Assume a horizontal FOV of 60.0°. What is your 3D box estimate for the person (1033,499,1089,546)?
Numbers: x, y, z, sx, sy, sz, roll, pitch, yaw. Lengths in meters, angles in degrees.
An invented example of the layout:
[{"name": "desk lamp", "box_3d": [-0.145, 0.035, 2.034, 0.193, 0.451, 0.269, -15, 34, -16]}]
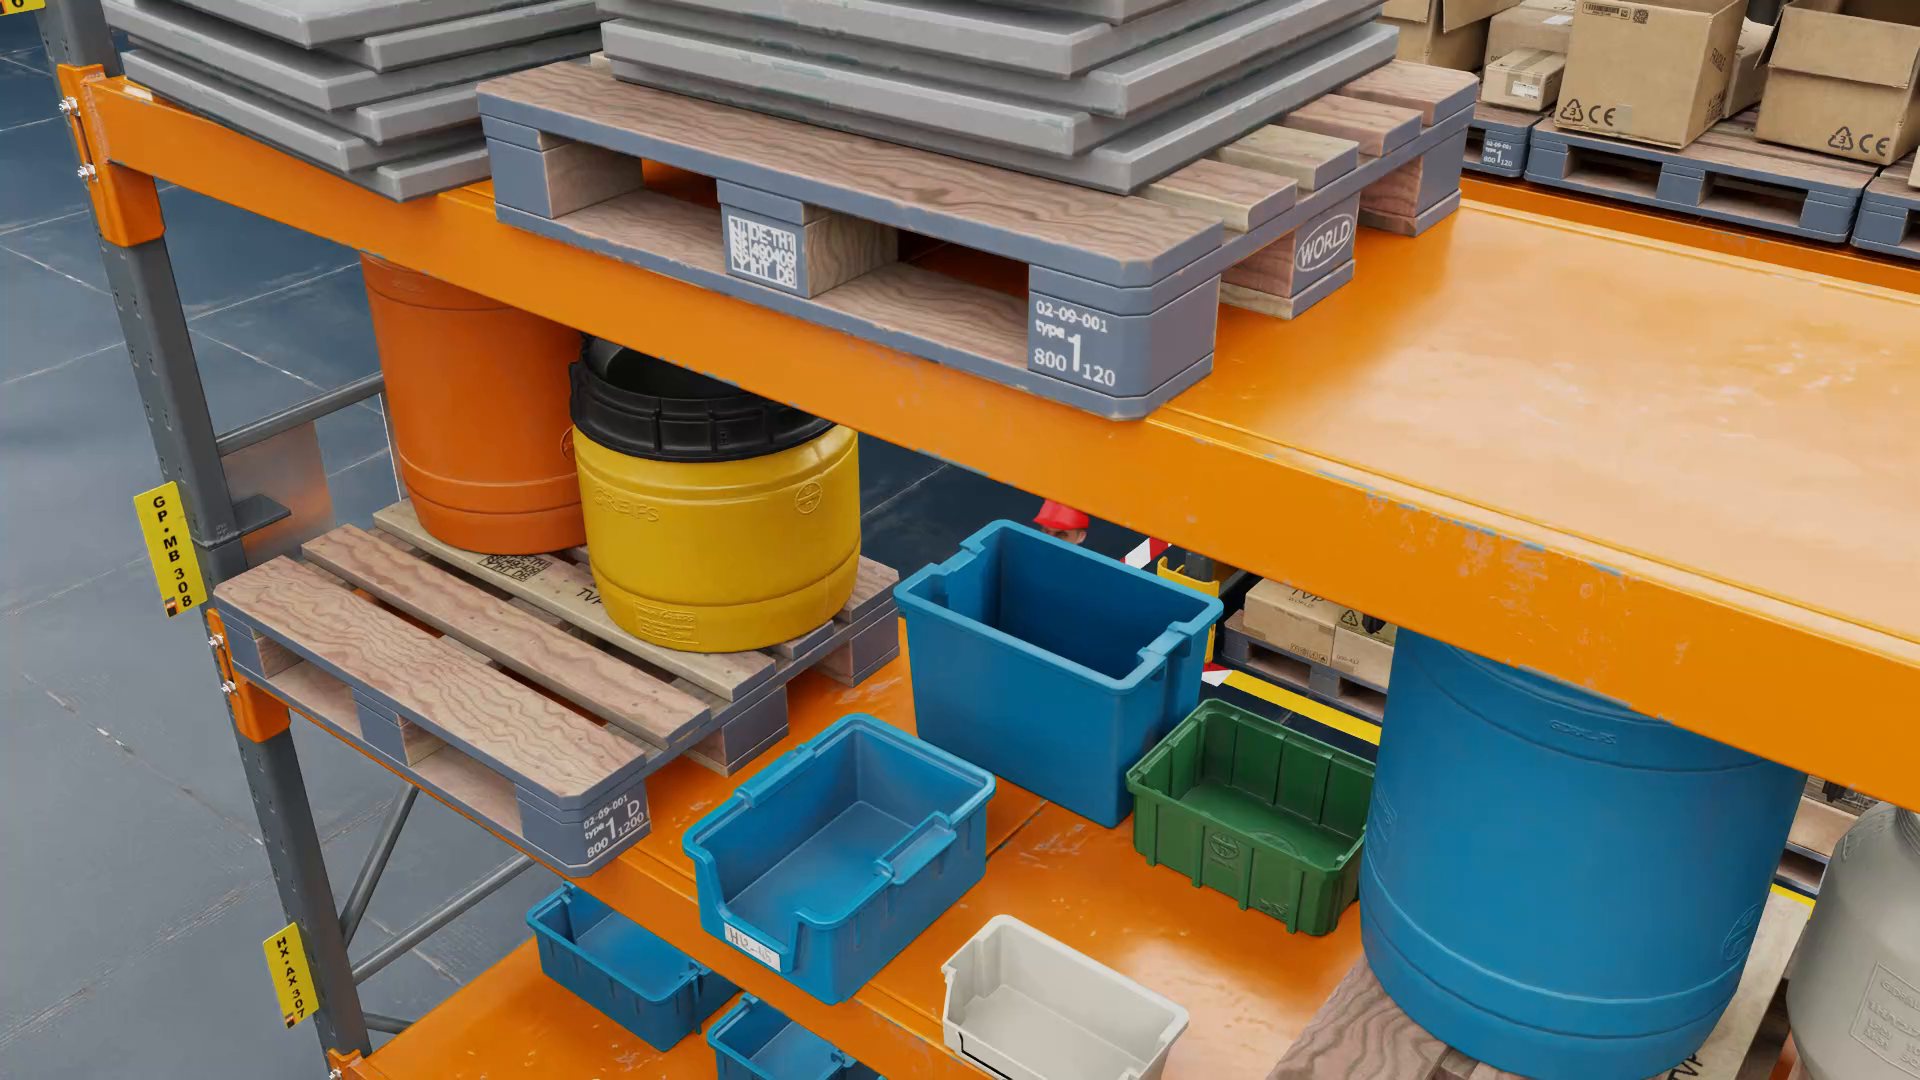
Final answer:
[{"name": "person", "box_3d": [0.321, 0.638, 6.990, 0.494, 1.784, 0.564, 22, 37, 32]}]
